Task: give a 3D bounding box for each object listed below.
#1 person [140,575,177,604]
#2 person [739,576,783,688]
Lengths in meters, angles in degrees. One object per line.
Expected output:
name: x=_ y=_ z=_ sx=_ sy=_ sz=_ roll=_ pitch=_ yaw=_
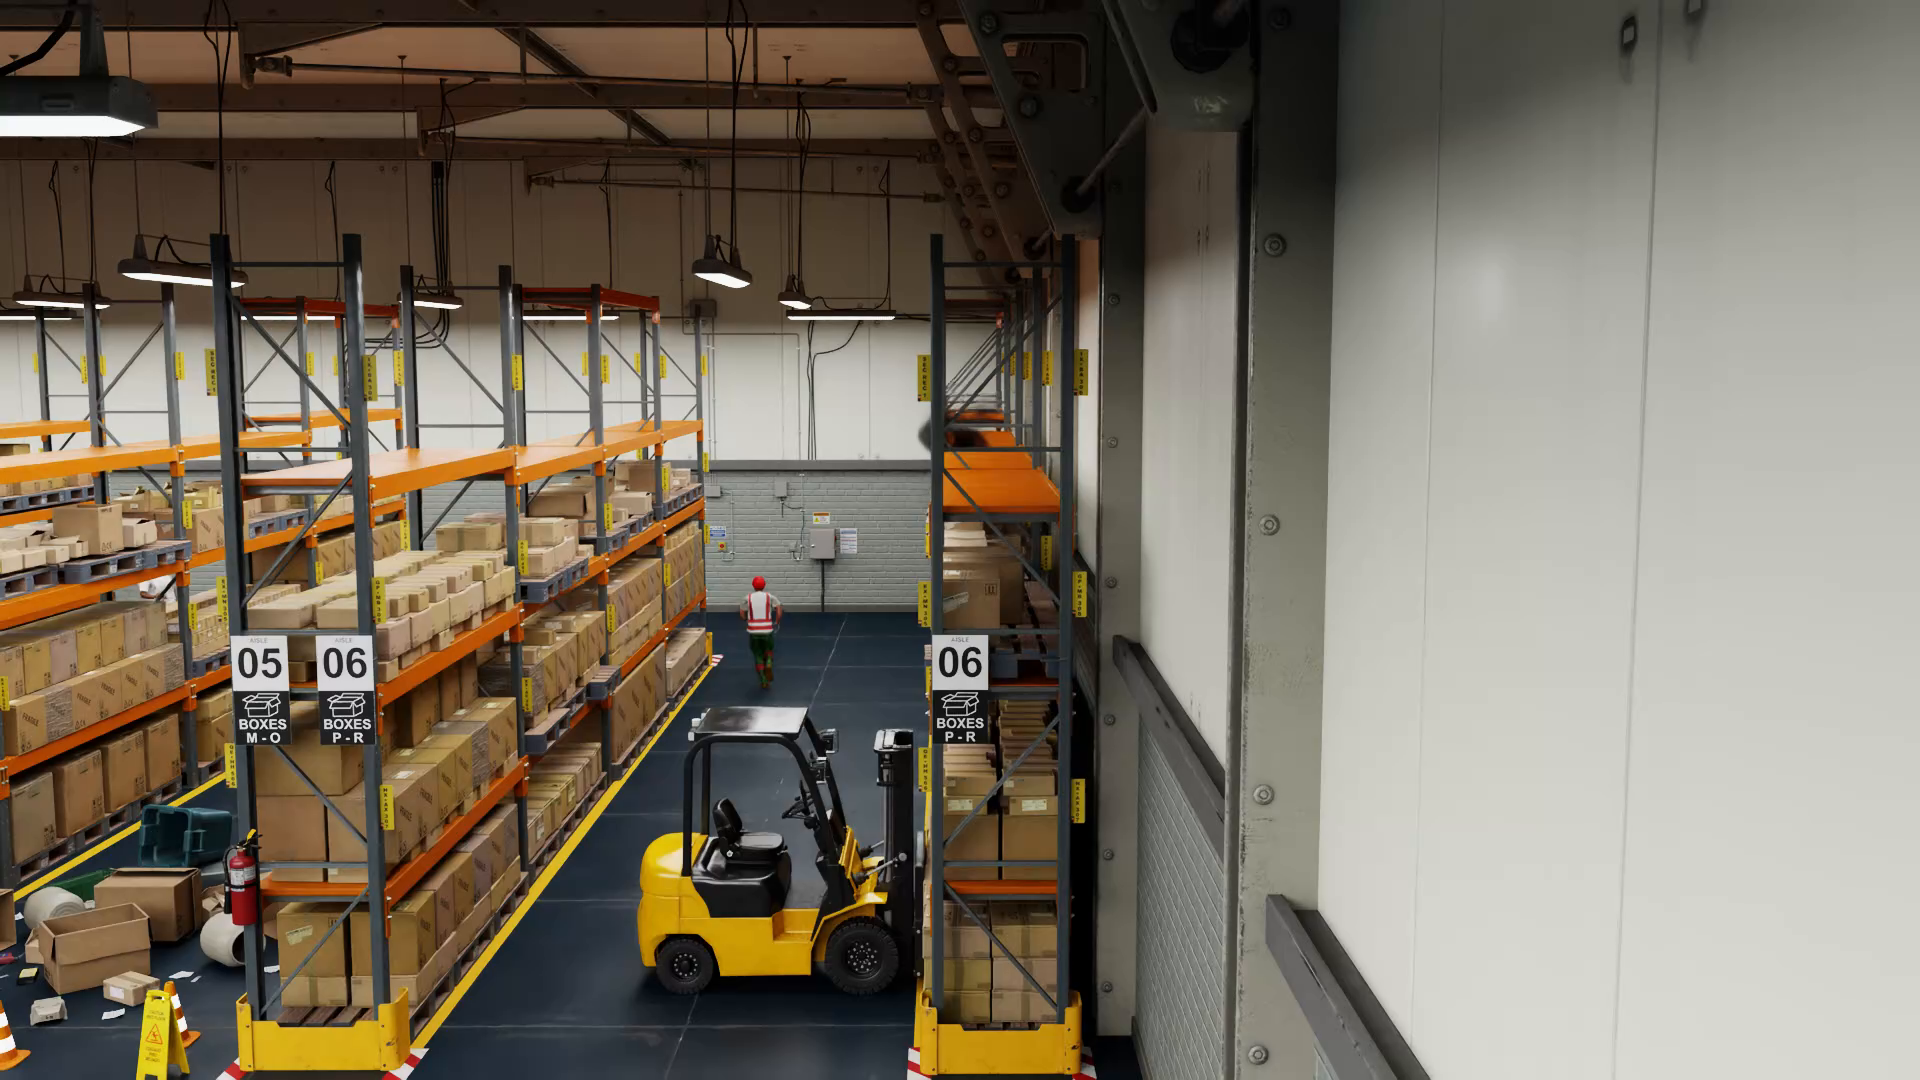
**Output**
person: x=-13.663 y=1.138 z=28.512 sx=0.908 sy=1.756 sz=0.723 roll=5 pitch=8 yaw=37
person: x=-3.124 y=1.422 z=26.078 sx=0.664 sy=1.736 sz=0.565 roll=-1 pitch=6 yaw=-10
